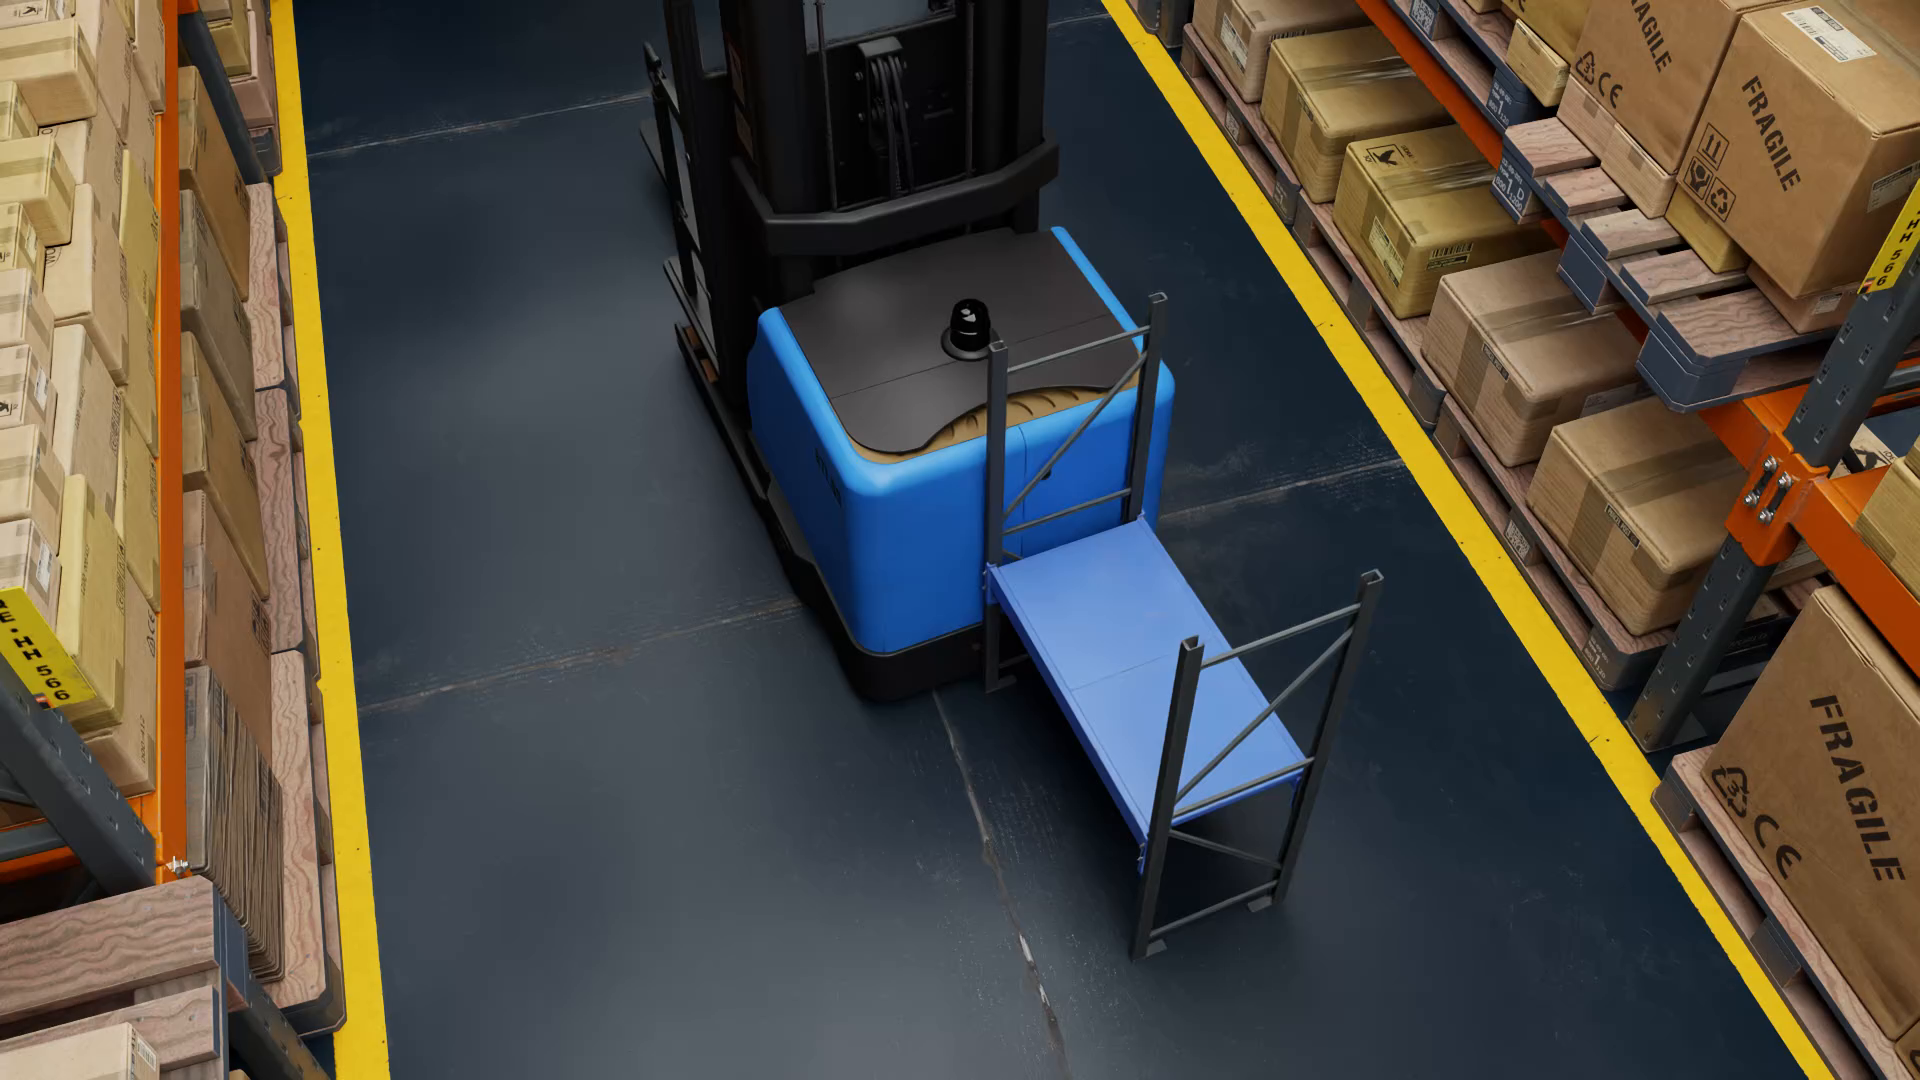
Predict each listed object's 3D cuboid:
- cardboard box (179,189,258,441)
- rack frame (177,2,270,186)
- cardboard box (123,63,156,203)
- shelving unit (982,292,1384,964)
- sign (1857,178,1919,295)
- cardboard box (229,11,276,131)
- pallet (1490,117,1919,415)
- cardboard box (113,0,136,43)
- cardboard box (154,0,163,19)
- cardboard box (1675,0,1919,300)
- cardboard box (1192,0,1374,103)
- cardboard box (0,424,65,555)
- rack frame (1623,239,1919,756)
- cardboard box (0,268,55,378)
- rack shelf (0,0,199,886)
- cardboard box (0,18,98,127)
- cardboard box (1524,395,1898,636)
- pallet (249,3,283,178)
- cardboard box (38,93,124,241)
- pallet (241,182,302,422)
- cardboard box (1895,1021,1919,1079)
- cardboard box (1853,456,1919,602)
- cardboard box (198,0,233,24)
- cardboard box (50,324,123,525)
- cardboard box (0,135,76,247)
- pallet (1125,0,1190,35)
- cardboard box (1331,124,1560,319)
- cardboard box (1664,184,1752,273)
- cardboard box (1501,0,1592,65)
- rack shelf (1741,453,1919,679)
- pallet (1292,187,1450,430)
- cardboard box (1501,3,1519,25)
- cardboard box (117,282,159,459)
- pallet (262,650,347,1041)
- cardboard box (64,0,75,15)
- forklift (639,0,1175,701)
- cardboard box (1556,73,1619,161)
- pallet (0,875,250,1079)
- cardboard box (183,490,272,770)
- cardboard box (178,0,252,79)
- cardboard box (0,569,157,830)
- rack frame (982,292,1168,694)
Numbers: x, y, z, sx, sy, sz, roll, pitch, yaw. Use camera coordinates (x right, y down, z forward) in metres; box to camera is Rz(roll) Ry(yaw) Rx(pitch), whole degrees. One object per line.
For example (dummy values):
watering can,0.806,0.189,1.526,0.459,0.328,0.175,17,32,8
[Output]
cardboard box,-2.942,-0.673,5.634,0.875,0.625,0.625,-14,51,-11
rack frame,-3.330,-2.250,5.685,1.000,3.000,0.127,-13,51,-11
cardboard box,-2.659,-1.157,4.862,0.500,0.250,0.500,-13,51,-11
shelving unit,0.510,0.279,4.534,0.538,1.500,1.048,-19,52,-15
sign,2.078,-0.672,3.649,0.100,0.325,0.005,-13,51,-11
cardboard box,-3.156,-1.927,6.937,0.500,0.250,0.500,-13,51,-11
pallet,2.281,-0.888,4.662,1.213,0.211,1.003,-13,51,-11
cardboard box,-2.781,-1.688,4.982,0.500,0.250,0.500,-15,51,-12
cardboard box,-2.931,-1.893,5.482,0.500,0.250,0.500,-12,51,-10
cardboard box,2.194,-0.986,4.085,0.500,0.500,0.500,-15,51,-12
cardboard box,1.568,-2.281,7.155,0.950,0.372,0.625,-13,51,-11
cardboard box,-2.040,-0.064,3.352,0.380,0.149,0.250,-12,51,-10
rack frame,2.594,-0.454,4.170,1.000,3.000,0.127,-13,51,-11
cardboard box,-2.230,-0.434,3.664,0.380,0.149,0.250,-13,51,-11
rack shelf,-2.738,-0.557,4.729,1.077,0.370,4.000,-13,51,-11
cardboard box,-2.458,-1.189,4.301,0.380,0.149,0.250,-15,51,-12
cardboard box,2.436,-0.157,5.364,0.950,0.372,0.625,-16,52,-13
pallet,-3.525,-1.942,7.249,1.003,0.211,1.213,-13,51,-11
cardboard box,-2.504,-0.940,4.352,0.500,0.250,0.500,-13,51,-10
pallet,-3.075,-0.822,6.305,1.003,0.211,1.213,-13,51,-11
cardboard box,2.978,1.272,3.831,0.875,0.875,0.875,-13,51,-11
cardboard box,2.498,0.009,3.879,0.500,0.250,0.500,-14,51,-12
cardboard box,-3.173,-2.246,6.551,0.500,0.250,0.500,-14,51,-12
cardboard box,-2.192,-0.187,3.717,0.500,0.250,0.500,-12,51,-10
cardboard box,-2.351,-0.810,3.981,0.380,0.149,0.250,-12,51,-10
pallet,1.179,-2.959,8.106,1.003,0.211,1.213,-13,51,-11
cardboard box,1.992,-1.249,6.285,0.950,0.372,0.625,-12,51,-10
cardboard box,2.124,-0.874,4.414,0.380,0.149,0.250,-13,51,-10
cardboard box,1.880,-1.730,4.712,0.500,0.500,0.500,-16,52,-13
rack shelf,3.185,1.239,3.214,1.077,0.370,4.000,-13,51,-11
pallet,2.007,-1.015,6.468,1.003,0.211,1.213,-13,51,-11
cardboard box,1.891,-1.643,5.063,0.380,0.149,0.250,-13,51,-11
cardboard box,-2.348,-0.403,4.226,0.500,0.250,0.500,-15,51,-12
pallet,-2.353,0.960,4.802,1.003,0.211,1.213,-13,51,-11
cardboard box,-2.679,-1.549,4.605,0.380,0.149,0.250,-14,51,-12
forklift,-0.418,-1.585,5.170,1.130,2.935,3.031,-19,52,-15
cardboard box,1.940,-1.233,4.717,0.380,0.149,0.250,-16,52,-13
pallet,-1.879,1.213,2.891,1.213,0.211,1.003,-13,51,-11
cardboard box,-2.519,0.367,4.757,0.875,0.625,0.625,-12,51,-10
cardboard box,-3.178,-2.083,6.741,0.500,0.250,0.500,-14,51,-11
cardboard box,-2.045,0.340,3.599,0.500,0.250,0.500,-13,51,-11
rack frame,0.306,-0.077,4.834,0.500,1.500,0.032,-19,52,-15
